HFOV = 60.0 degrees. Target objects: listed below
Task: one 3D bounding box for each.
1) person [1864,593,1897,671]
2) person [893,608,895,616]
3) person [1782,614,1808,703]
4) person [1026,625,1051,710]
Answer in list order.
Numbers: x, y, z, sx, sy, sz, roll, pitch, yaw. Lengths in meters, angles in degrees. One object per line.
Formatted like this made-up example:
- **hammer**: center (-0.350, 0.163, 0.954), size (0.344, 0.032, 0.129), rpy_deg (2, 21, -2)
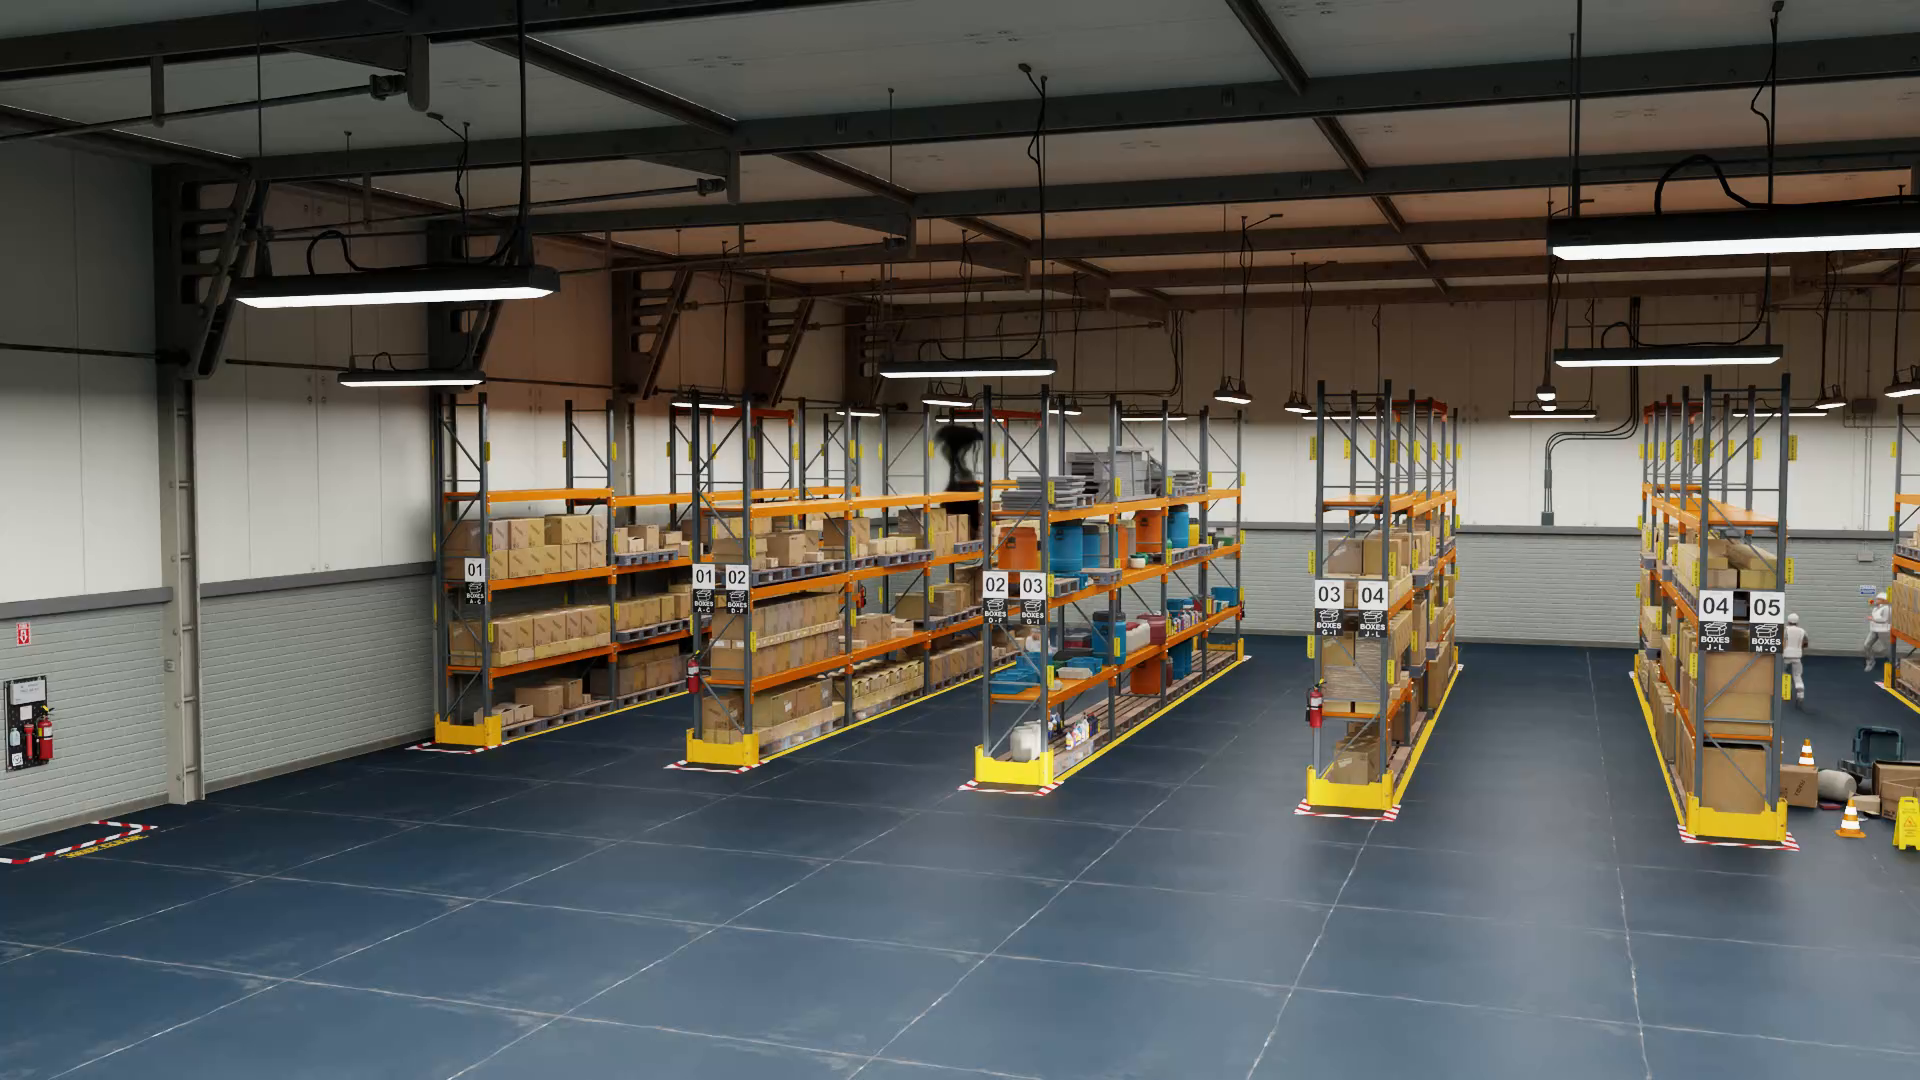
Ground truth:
- **person**: center (20.921, 2.109, 37.806), size (0.762, 1.835, 0.625), rpy_deg (0, 3, -5)
- **person**: center (-1.250, 2.120, 38.353), size (0.658, 1.744, 0.765), rpy_deg (1, 3, 21)
- **person**: center (16.463, 2.349, 32.973), size (0.671, 1.783, 0.884), rpy_deg (1, 3, 13)
- **person**: center (1.533, 2.455, 32.357), size (0.603, 1.659, 0.891), rpy_deg (1, 3, 19)
